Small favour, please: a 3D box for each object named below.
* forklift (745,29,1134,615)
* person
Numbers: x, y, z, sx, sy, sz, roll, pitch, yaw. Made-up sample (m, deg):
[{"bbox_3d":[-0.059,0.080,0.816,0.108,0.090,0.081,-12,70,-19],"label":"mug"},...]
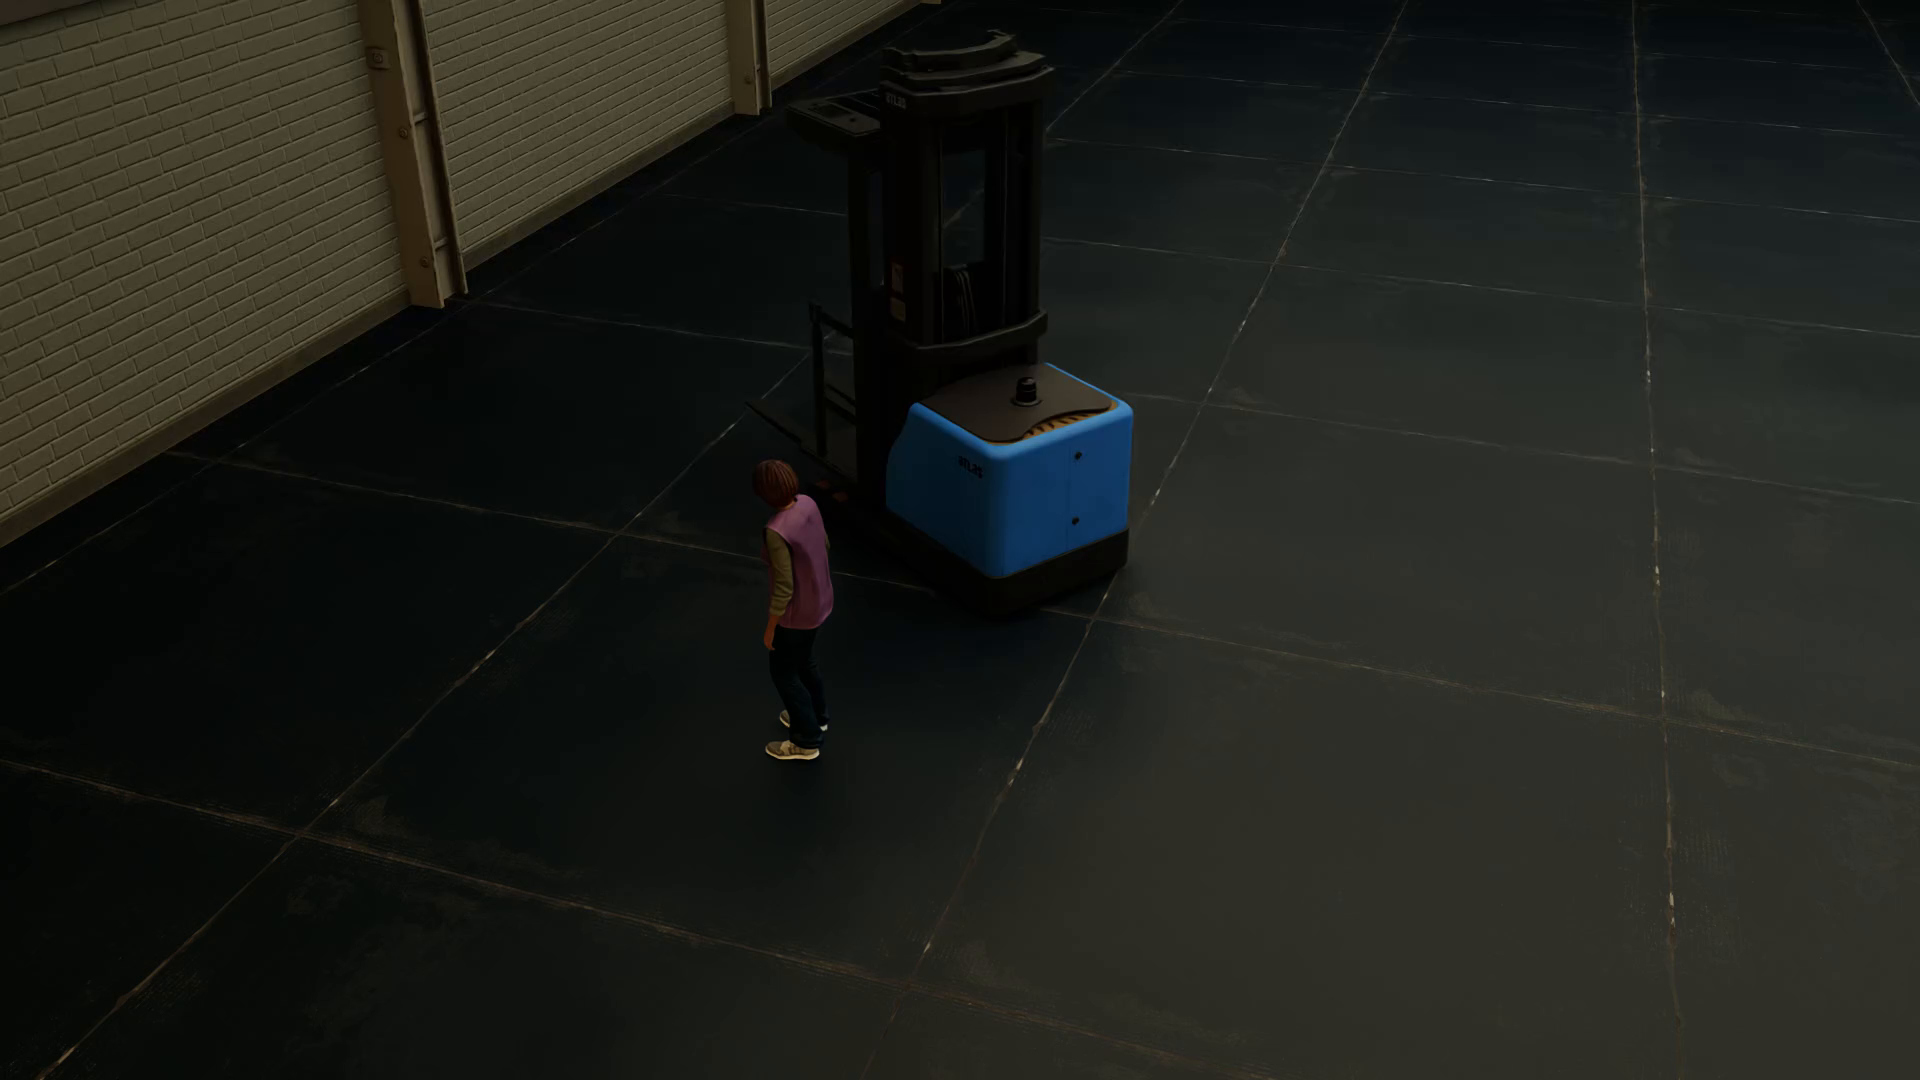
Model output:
[{"bbox_3d":[-0.296,-1.531,9.822,1.130,2.935,3.031,-20,35,-31],"label":"forklift"},{"bbox_3d":[-0.796,0.329,7.913,0.367,1.592,0.514,10,31,17],"label":"person"}]
